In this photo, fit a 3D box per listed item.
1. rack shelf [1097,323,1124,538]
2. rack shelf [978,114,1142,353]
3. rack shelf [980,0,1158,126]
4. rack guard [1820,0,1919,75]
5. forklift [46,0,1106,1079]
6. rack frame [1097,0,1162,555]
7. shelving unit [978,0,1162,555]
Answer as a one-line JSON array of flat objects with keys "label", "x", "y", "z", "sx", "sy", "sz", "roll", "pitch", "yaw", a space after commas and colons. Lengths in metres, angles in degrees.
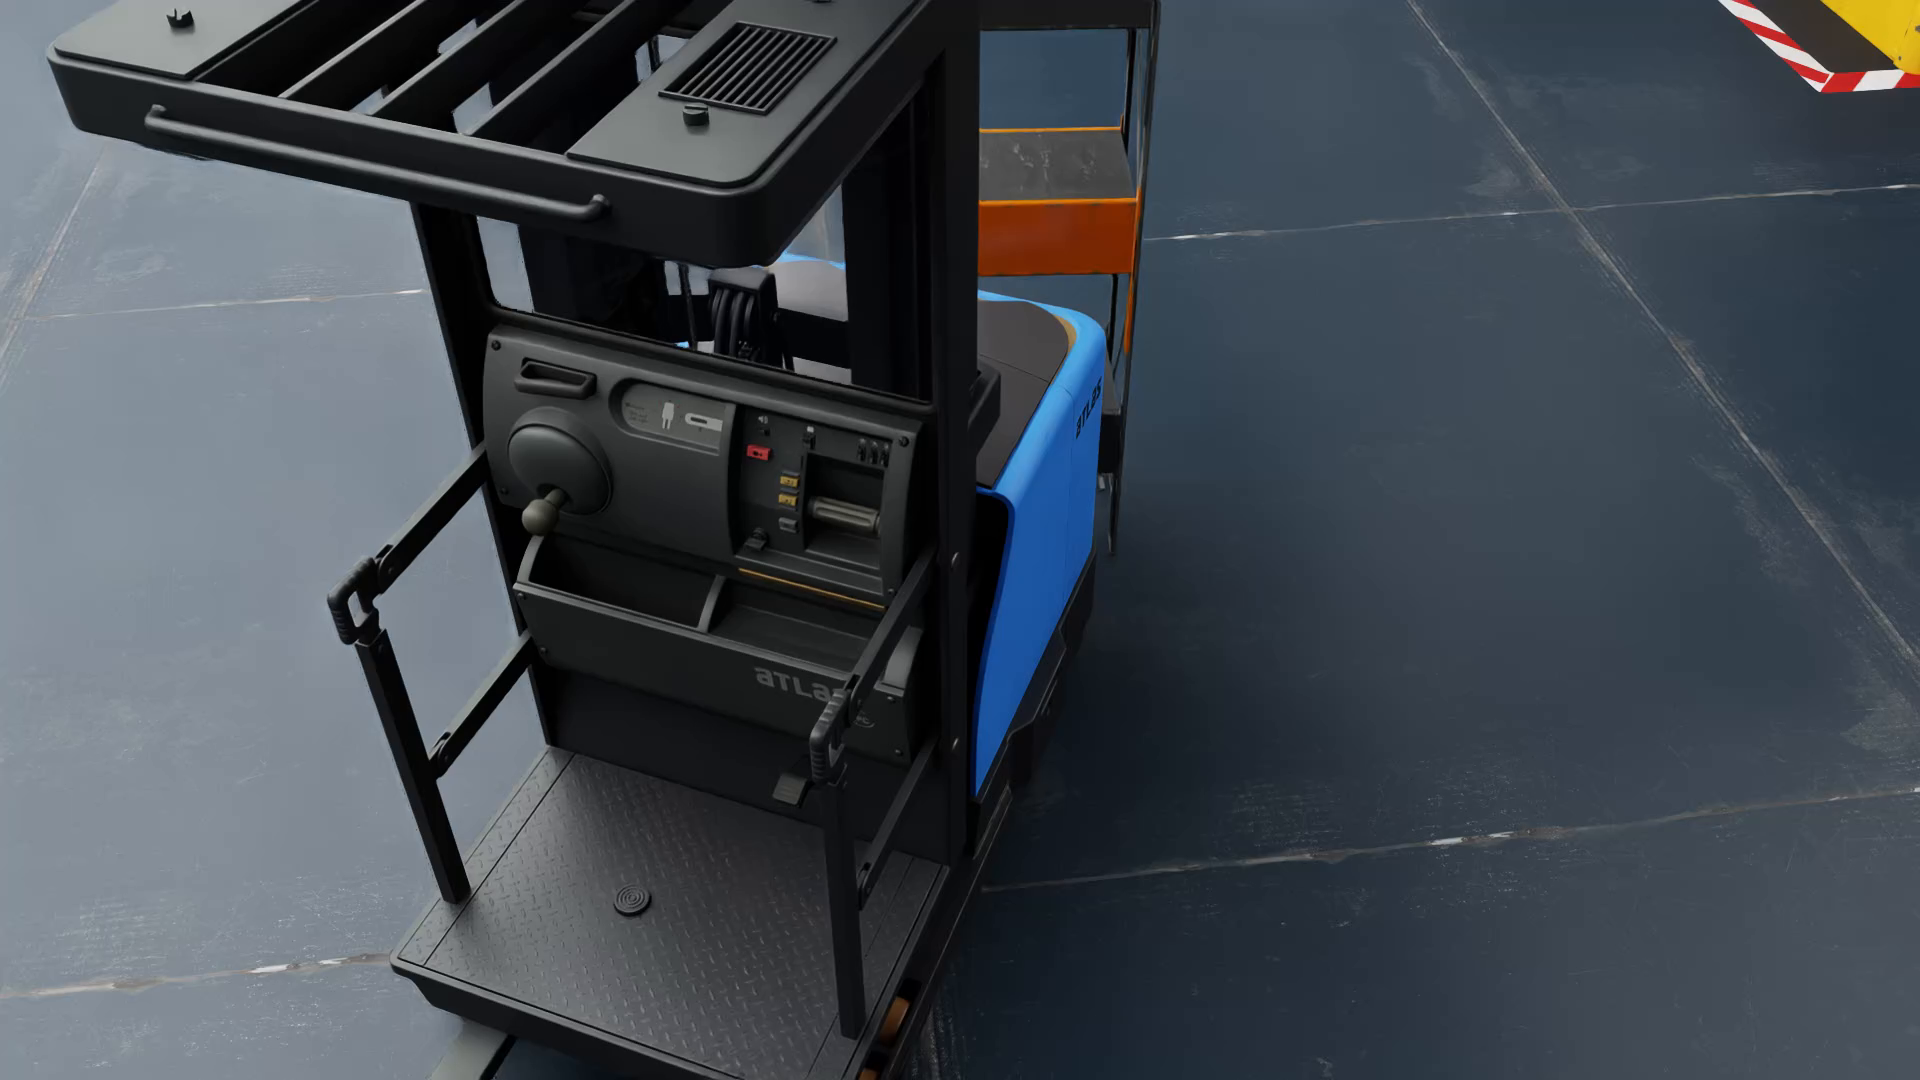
[{"label": "rack shelf", "x": 0.226, "y": -0.329, "z": 5.113, "sx": 0.480, "sy": 0.518, "sz": 0.431, "roll": -2, "pitch": 42, "yaw": -2}, {"label": "rack shelf", "x": 0.226, "y": -0.849, "z": 4.644, "sx": 0.480, "sy": 0.518, "sz": 0.431, "roll": -2, "pitch": 42, "yaw": -2}, {"label": "rack shelf", "x": 0.226, "y": -1.369, "z": 4.175, "sx": 0.480, "sy": 0.518, "sz": 0.431, "roll": -2, "pitch": 42, "yaw": -2}, {"label": "rack guard", "x": 4.430, "y": -2.710, "z": 7.881, "sx": 0.348, "sy": 0.500, "sz": 1.175, "roll": -5, "pitch": 42, "yaw": -6}, {"label": "forklift", "x": -0.599, "y": -0.061, "z": 3.129, "sx": 1.130, "sy": 2.935, "sz": 3.031, "roll": 14, "pitch": 44, "yaw": 15}, {"label": "rack frame", "x": 0.470, "y": -0.866, "z": 4.642, "sx": 0.015, "sy": 2.100, "sz": 0.400, "roll": -2, "pitch": 42, "yaw": -2}, {"label": "shelving unit", "x": 0.226, "y": -0.859, "z": 4.635, "sx": 0.503, "sy": 2.100, "sz": 0.431, "roll": -2, "pitch": 42, "yaw": -2}]
